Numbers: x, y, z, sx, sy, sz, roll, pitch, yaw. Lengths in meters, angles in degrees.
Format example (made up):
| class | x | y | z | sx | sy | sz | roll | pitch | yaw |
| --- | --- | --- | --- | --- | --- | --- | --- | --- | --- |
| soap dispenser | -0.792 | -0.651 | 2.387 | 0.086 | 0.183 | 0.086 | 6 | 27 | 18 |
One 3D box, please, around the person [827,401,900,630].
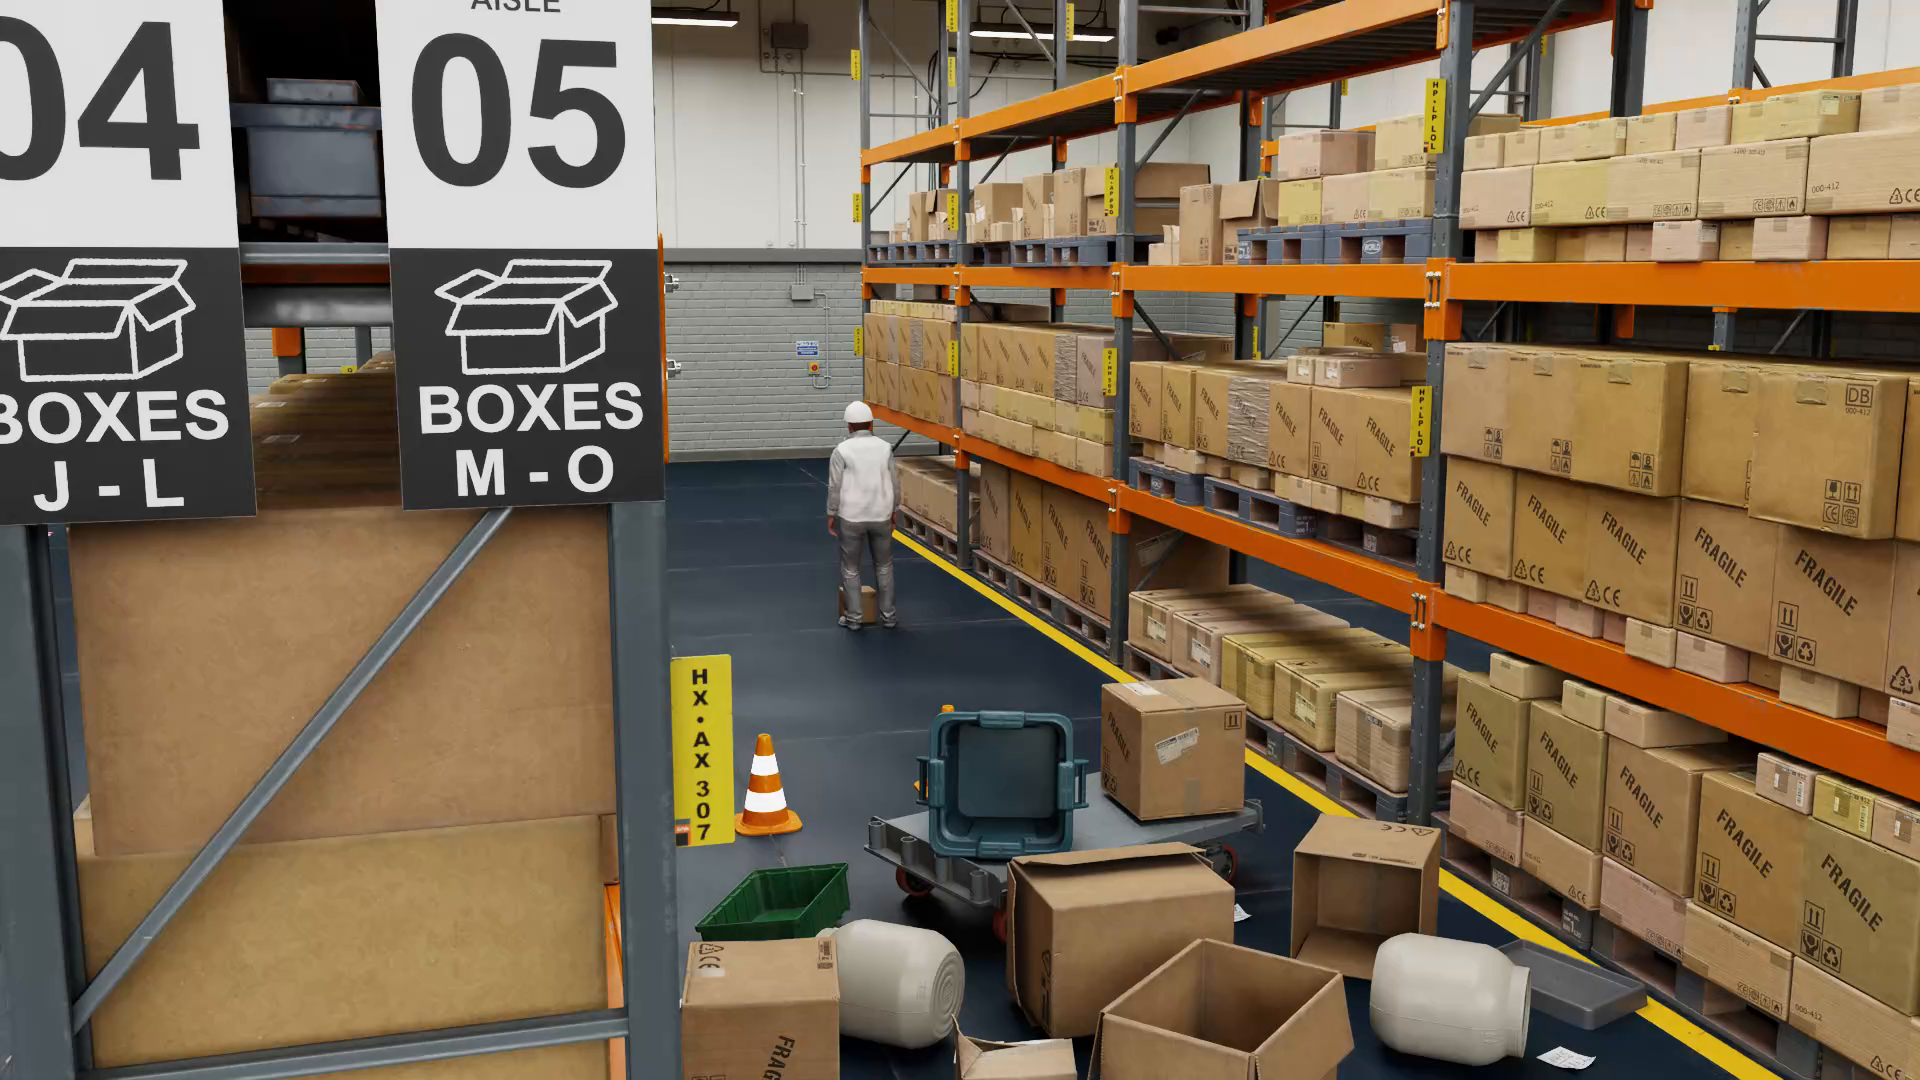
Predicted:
| class | x | y | z | sx | sy | sz | roll | pitch | yaw |
| --- | --- | --- | --- | --- | --- | --- | --- | --- | --- |
| person | -0.750 | -0.193 | 12.977 | 0.594 | 1.773 | 0.457 | -3 | 10 | -19 |
